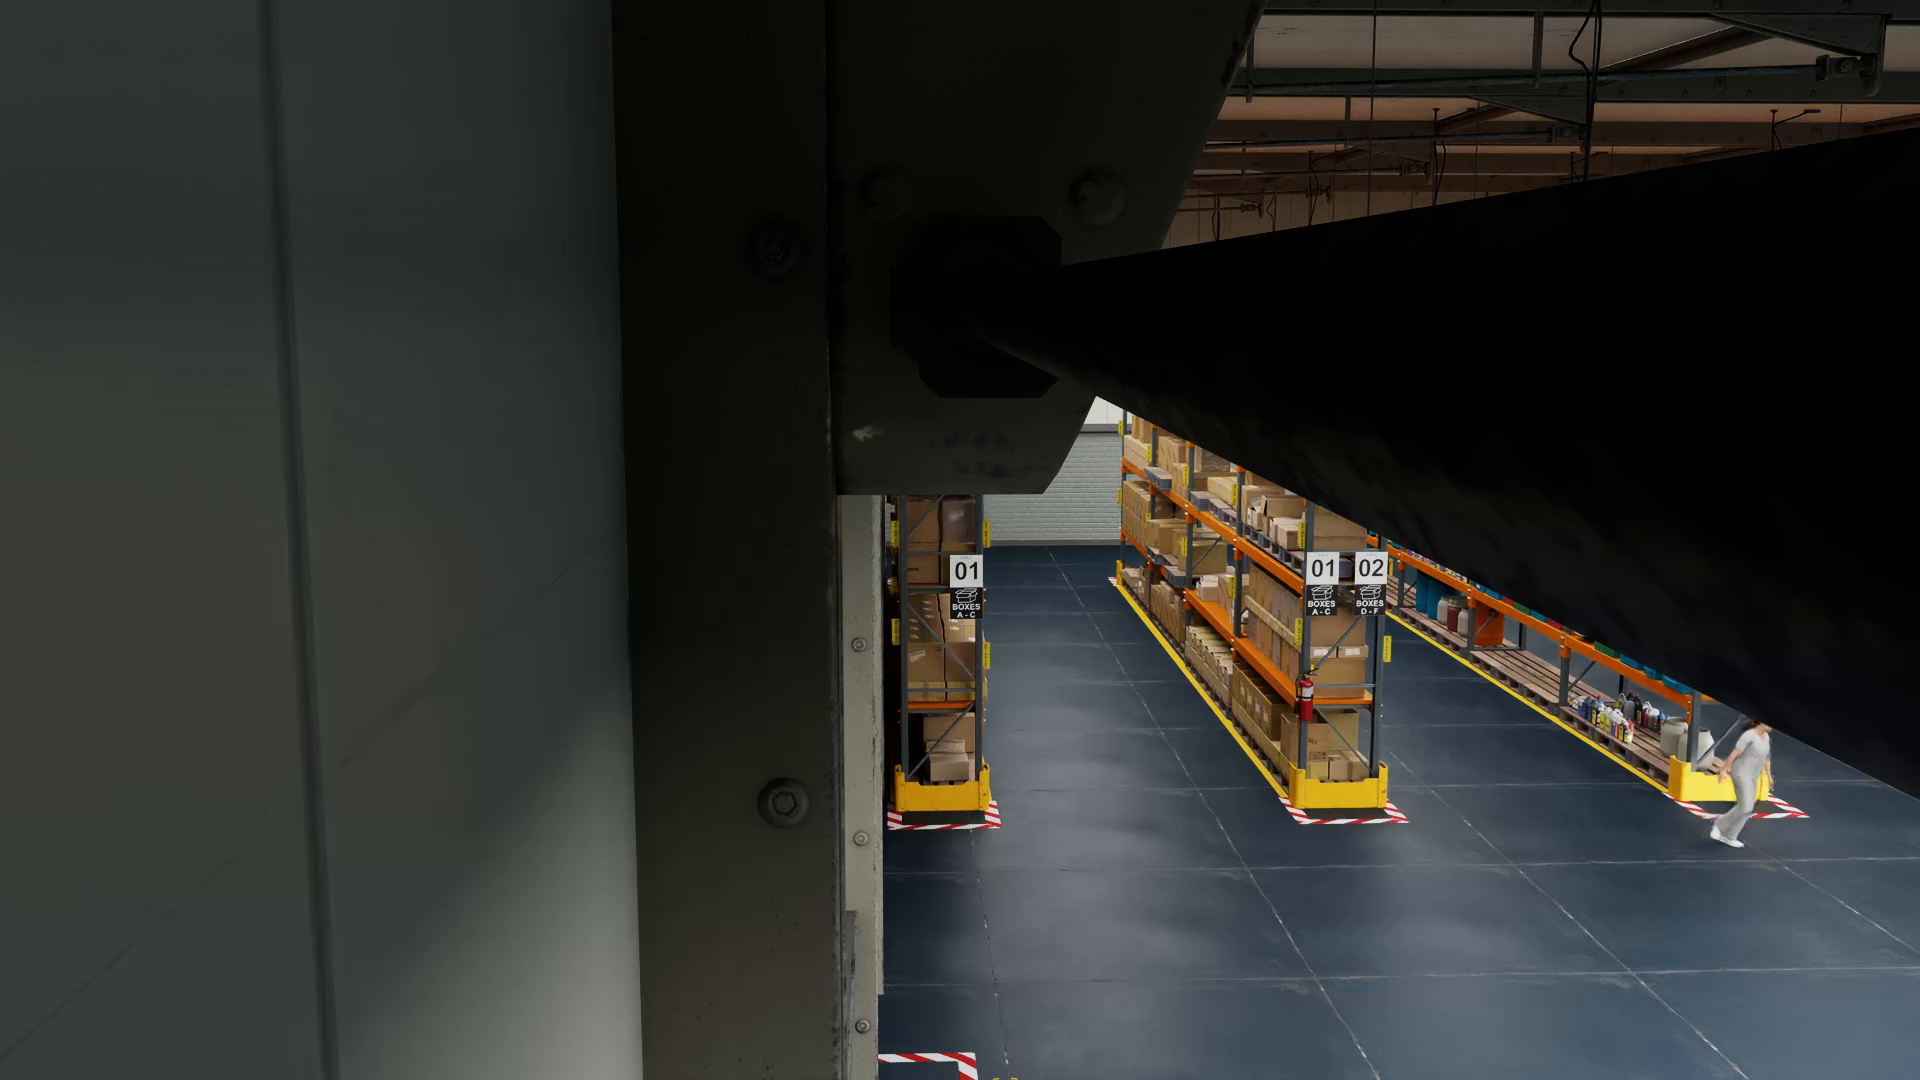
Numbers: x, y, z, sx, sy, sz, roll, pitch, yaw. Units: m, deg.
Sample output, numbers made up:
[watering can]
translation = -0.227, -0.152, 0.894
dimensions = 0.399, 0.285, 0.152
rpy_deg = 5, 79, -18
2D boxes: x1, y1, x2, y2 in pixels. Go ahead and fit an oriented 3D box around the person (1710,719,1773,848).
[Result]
[person]
translation = 8.998, 2.745, 19.122
dimensions = 0.611, 1.631, 0.522
rpy_deg = -6, 10, -36
